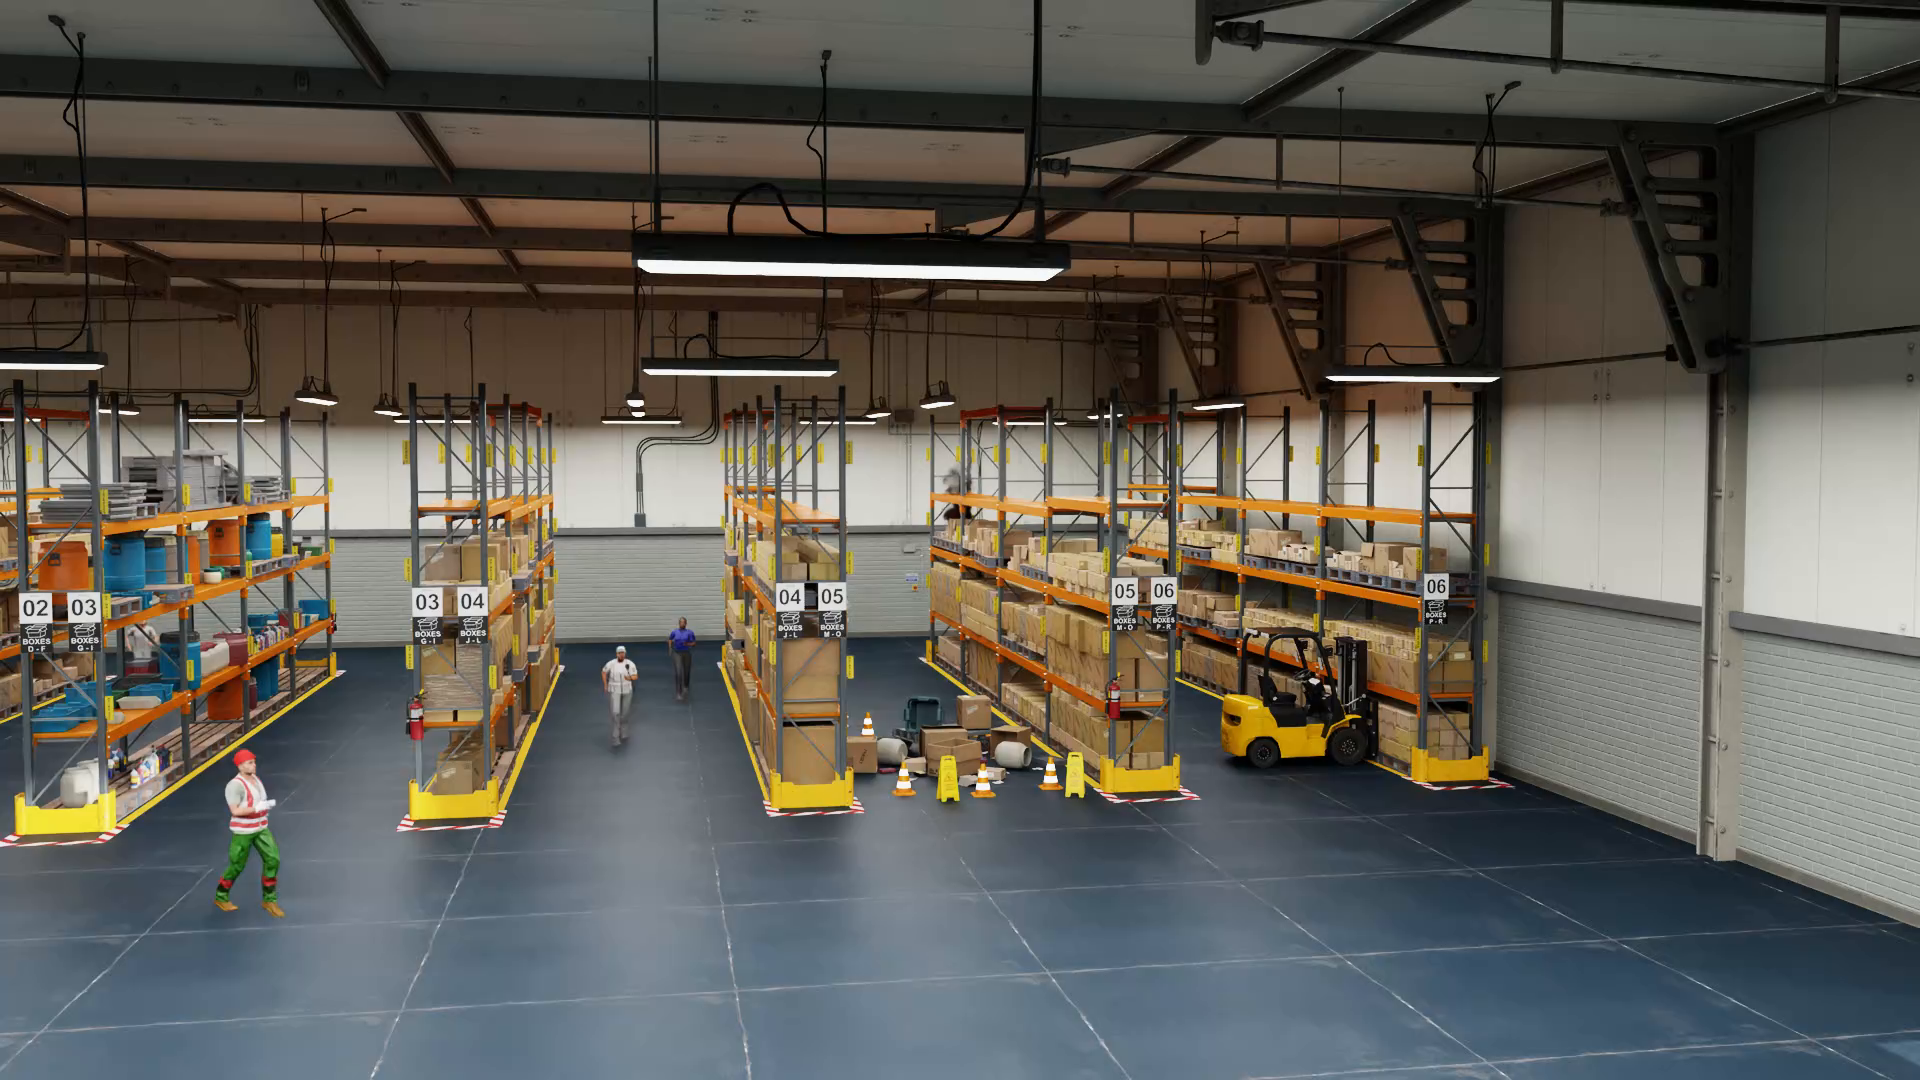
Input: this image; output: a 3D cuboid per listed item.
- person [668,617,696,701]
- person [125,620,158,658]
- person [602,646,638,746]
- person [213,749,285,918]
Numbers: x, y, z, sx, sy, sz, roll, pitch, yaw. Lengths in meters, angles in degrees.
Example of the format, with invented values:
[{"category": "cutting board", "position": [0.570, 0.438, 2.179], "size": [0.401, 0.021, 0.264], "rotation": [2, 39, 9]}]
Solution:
[{"category": "person", "position": [-5.713, 2.427, 34.228], "size": [0.566, 1.657, 0.909], "rotation": [-1, 3, -11]}, {"category": "person", "position": [-17.360, 2.394, 35.291], "size": [0.625, 1.644, 0.637], "rotation": [-2, 3, -29]}, {"category": "person", "position": [-5.921, 2.704, 29.003], "size": [0.580, 1.728, 0.767], "rotation": [-1, 3, -21]}, {"category": "person", "position": [-7.715, 3.186, 18.025], "size": [0.799, 1.845, 0.648], "rotation": [1, 3, 17]}]
